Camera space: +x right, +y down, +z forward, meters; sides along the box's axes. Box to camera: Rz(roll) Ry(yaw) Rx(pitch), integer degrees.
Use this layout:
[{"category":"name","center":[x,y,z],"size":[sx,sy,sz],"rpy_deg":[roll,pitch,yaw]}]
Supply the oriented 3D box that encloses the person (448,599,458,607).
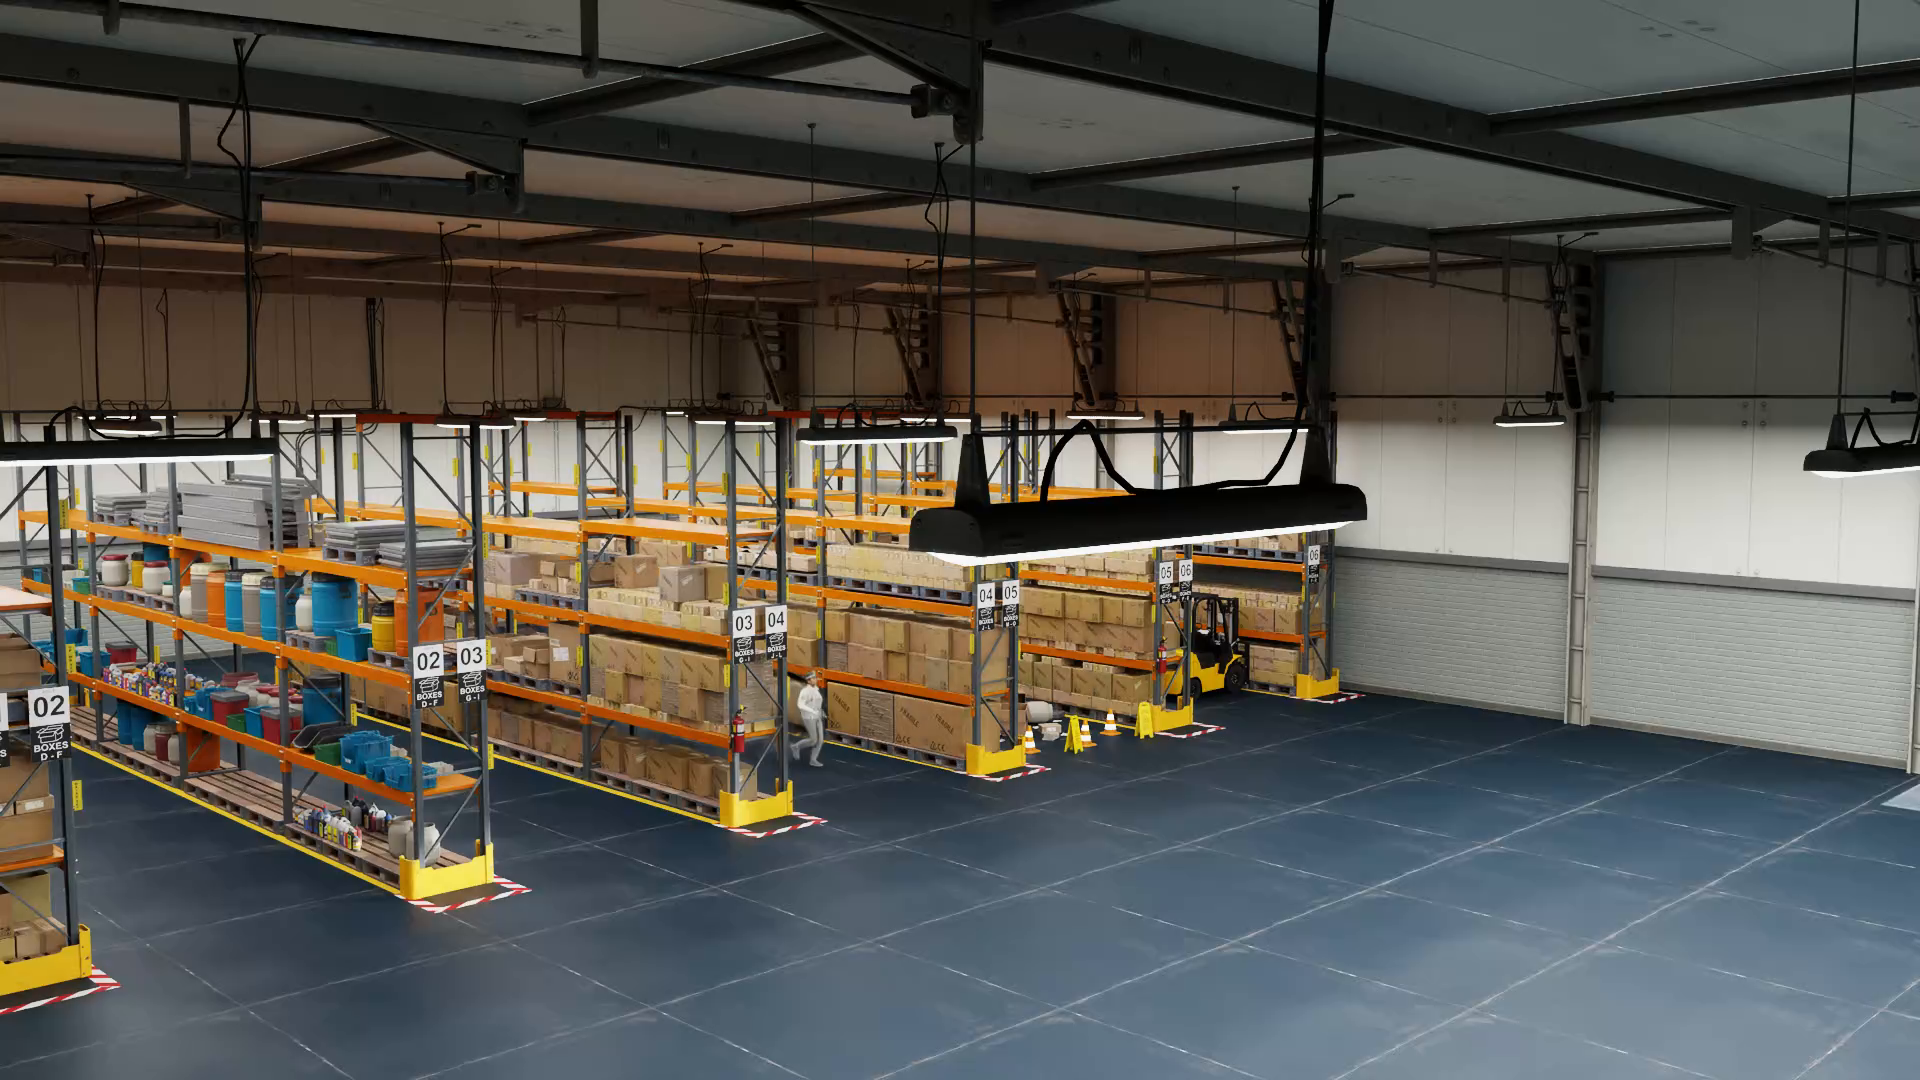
[{"category":"person","center":[-12.253,2.087,39.606],"size":[0.686,1.617,0.806],"rpy_deg":[5,7,44]}]

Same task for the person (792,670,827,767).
[{"category":"person","center":[-2.567,3.036,28.431],"size":[0.620,1.657,0.616],"rpy_deg":[3,6,27]}]

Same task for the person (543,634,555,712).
[{"category":"person","center":[-7.980,2.675,32.383],"size":[0.635,1.673,0.563],"rpy_deg":[-5,7,-43]}]
